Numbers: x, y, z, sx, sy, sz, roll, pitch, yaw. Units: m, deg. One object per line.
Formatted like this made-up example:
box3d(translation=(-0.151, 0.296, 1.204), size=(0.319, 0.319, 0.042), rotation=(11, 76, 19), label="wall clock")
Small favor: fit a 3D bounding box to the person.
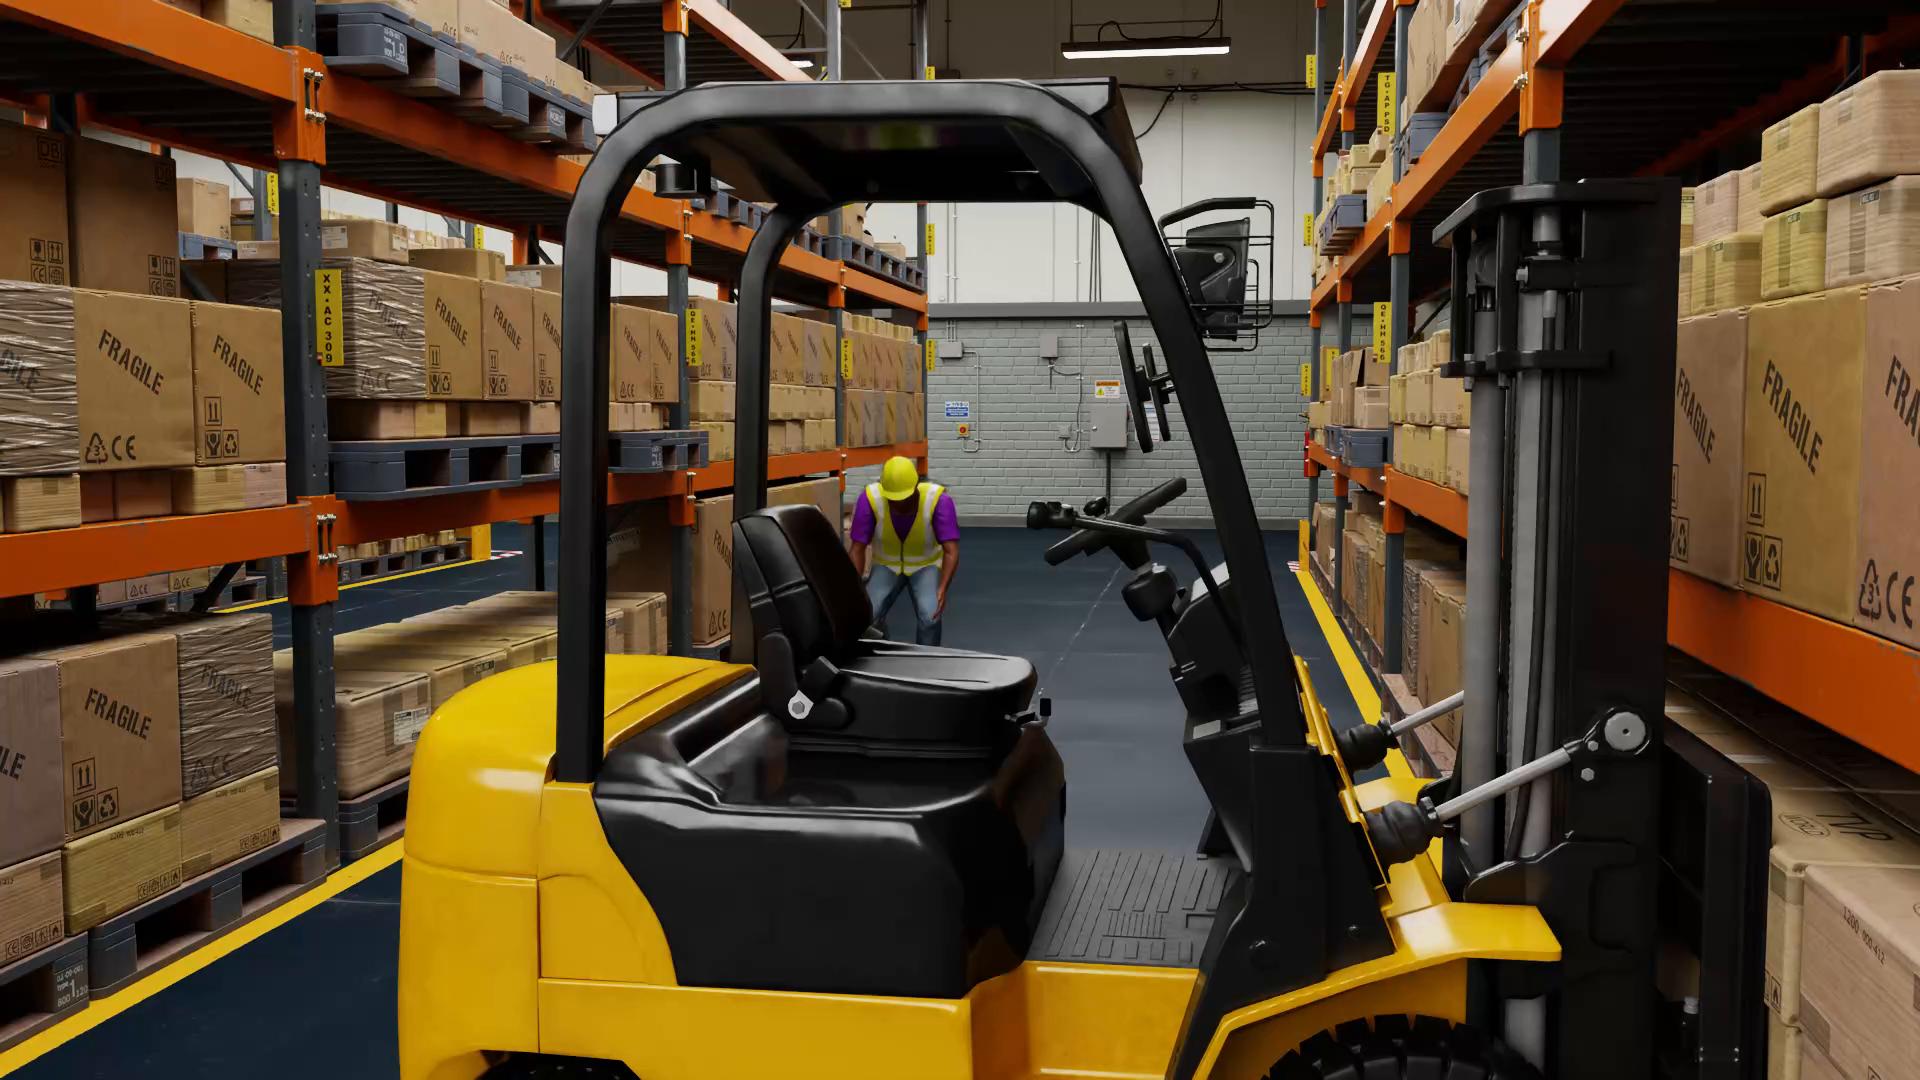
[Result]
box3d(translation=(-0.300, 0.197, 9.504), size=(0.631, 1.373, 0.779), rotation=(1, 4, 9), label="person")
